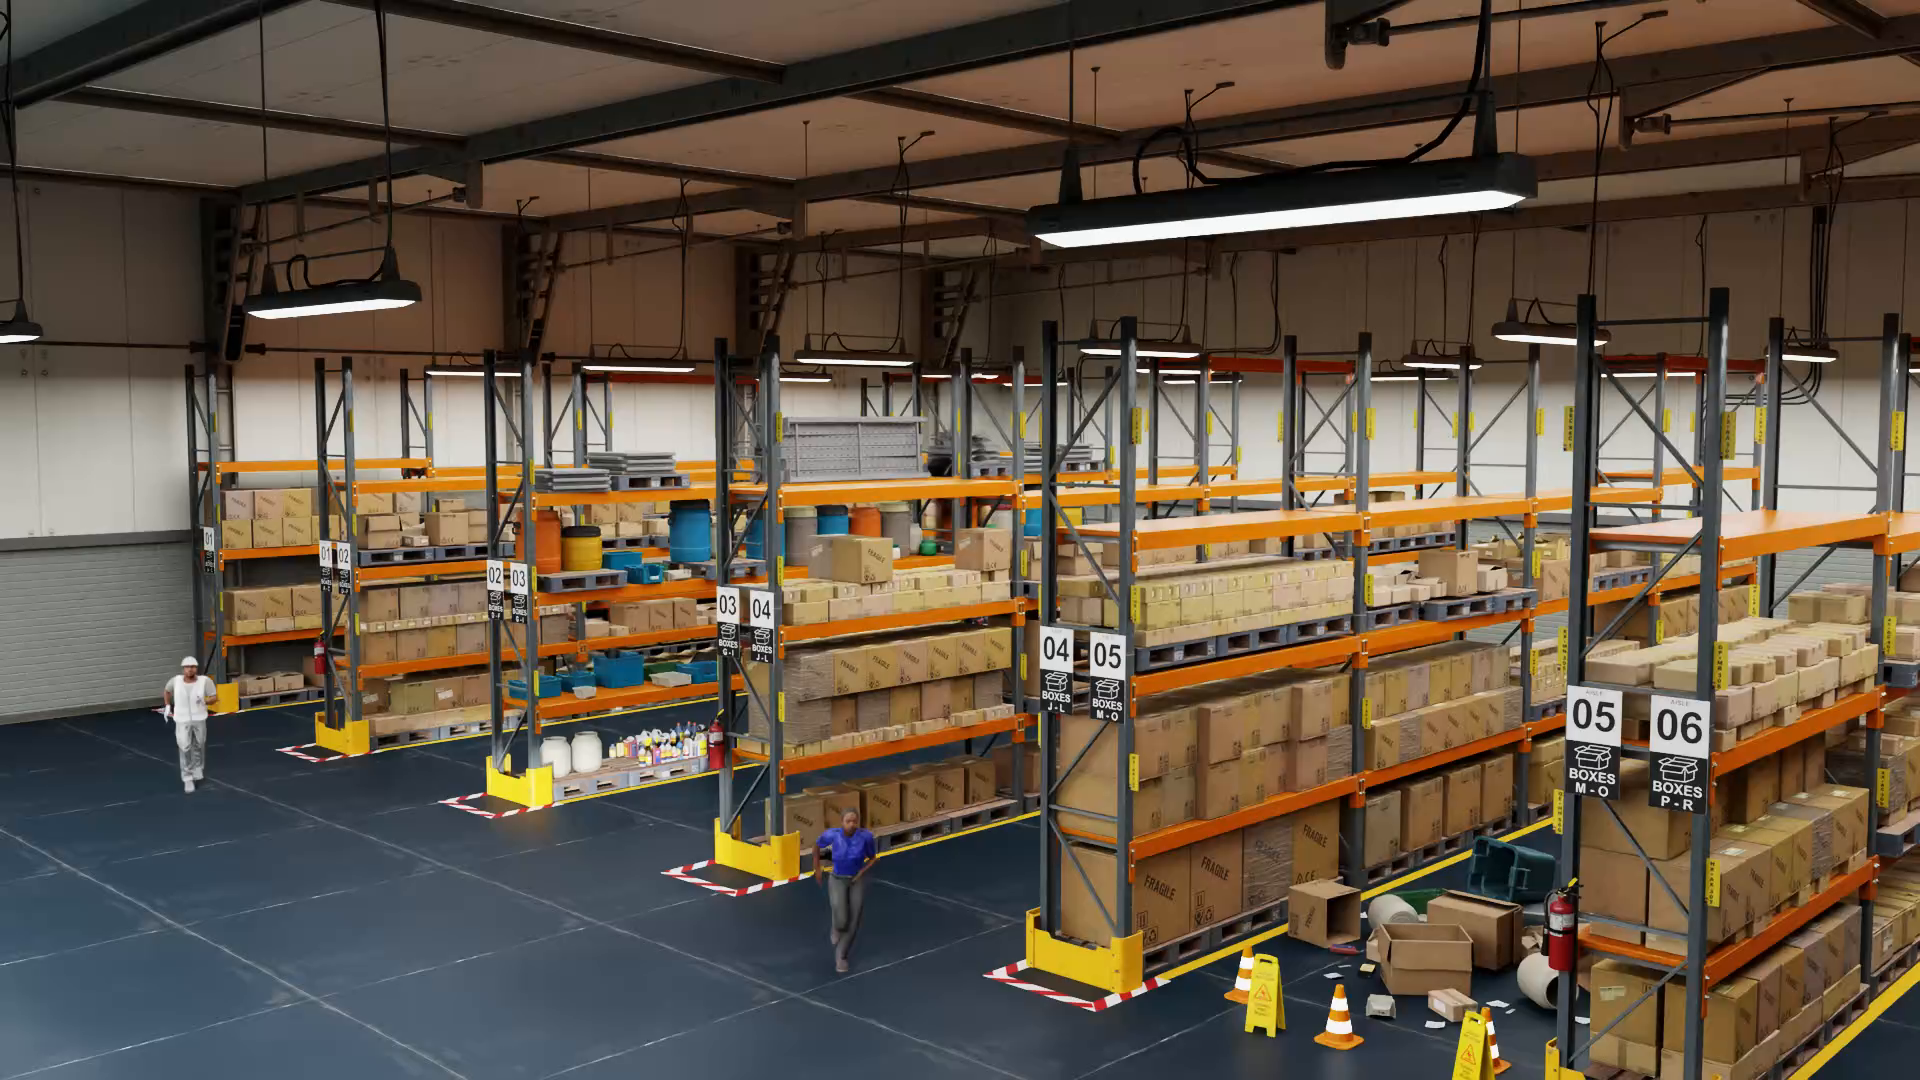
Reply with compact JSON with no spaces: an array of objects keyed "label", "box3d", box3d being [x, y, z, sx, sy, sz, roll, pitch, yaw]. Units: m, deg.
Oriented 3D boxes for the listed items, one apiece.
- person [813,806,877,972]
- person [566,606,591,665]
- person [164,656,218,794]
[{"label":"person","box3d":[-1.052,3.214,15.381,0.562,1.580,0.680,-1,5,-16]},{"label":"person","box3d":[-7.355,1.981,31.834,0.633,1.496,0.860,2,5,20]},{"label":"person","box3d":[-10.582,2.503,22.899,0.668,1.828,0.897,-2,5,-27]}]
